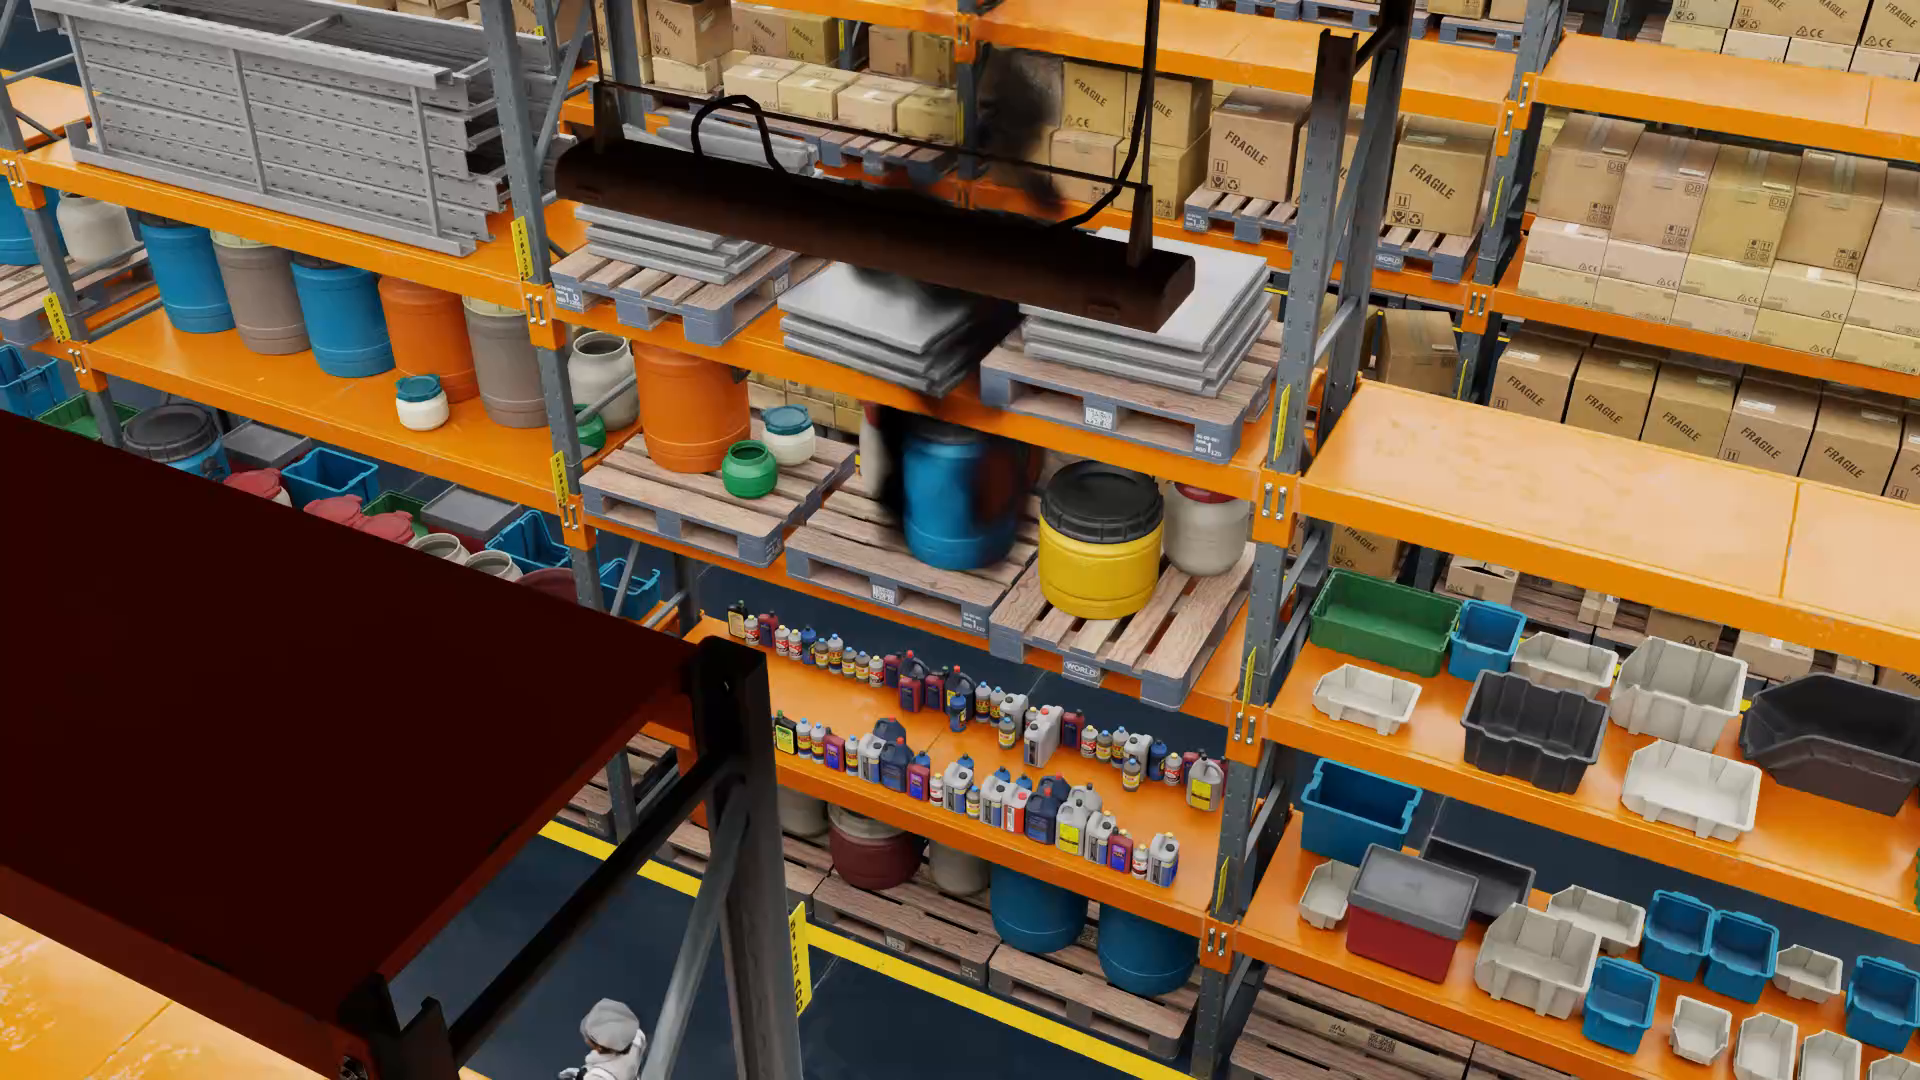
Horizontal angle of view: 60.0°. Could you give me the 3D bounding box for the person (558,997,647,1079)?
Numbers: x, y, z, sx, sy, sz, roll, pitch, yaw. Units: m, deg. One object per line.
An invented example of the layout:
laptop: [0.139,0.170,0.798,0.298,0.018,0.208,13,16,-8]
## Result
person: [-1.754,2.893,8.290,0.584,1.660,0.595,14,37,19]

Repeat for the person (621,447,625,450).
person: [-2.729,-0.781,13.467,0.743,1.836,0.686,18,39,24]
